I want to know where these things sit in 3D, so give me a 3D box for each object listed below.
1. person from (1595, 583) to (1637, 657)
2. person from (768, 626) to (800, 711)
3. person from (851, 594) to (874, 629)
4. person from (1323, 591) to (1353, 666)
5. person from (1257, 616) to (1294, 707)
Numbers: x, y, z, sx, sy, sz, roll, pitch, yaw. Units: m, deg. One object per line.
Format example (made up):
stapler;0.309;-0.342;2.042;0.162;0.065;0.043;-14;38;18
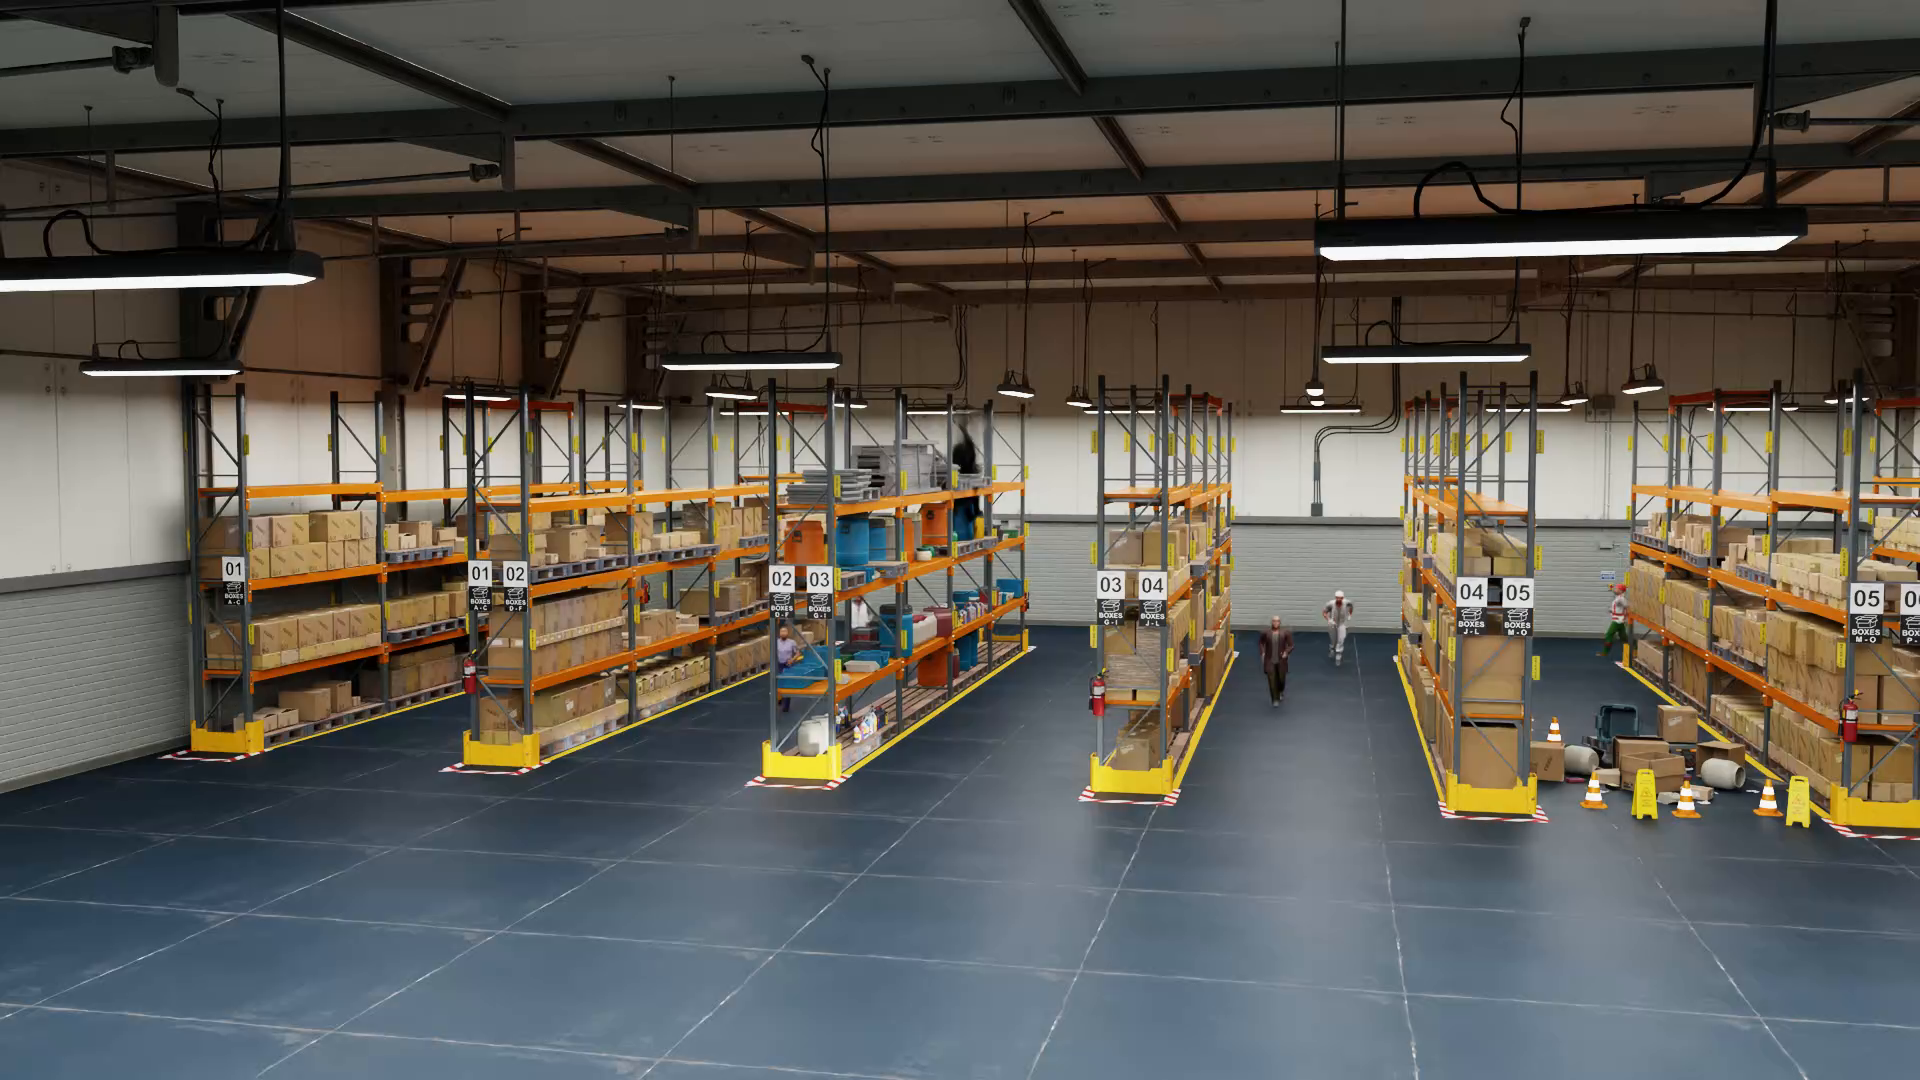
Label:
person;15.355;1.883;38.817;0.976;1.767;0.718;1;4;23
person;-3.311;2.418;31.184;0.615;1.596;0.551;0;3;-2
person;-2.285;1.983;37.591;0.652;1.725;0.586;0;3;2
person;8.629;1.990;38.094;0.698;1.729;1.061;0;3;1
person;6.034;2.313;31.802;0.701;1.732;0.679;1;3;14
